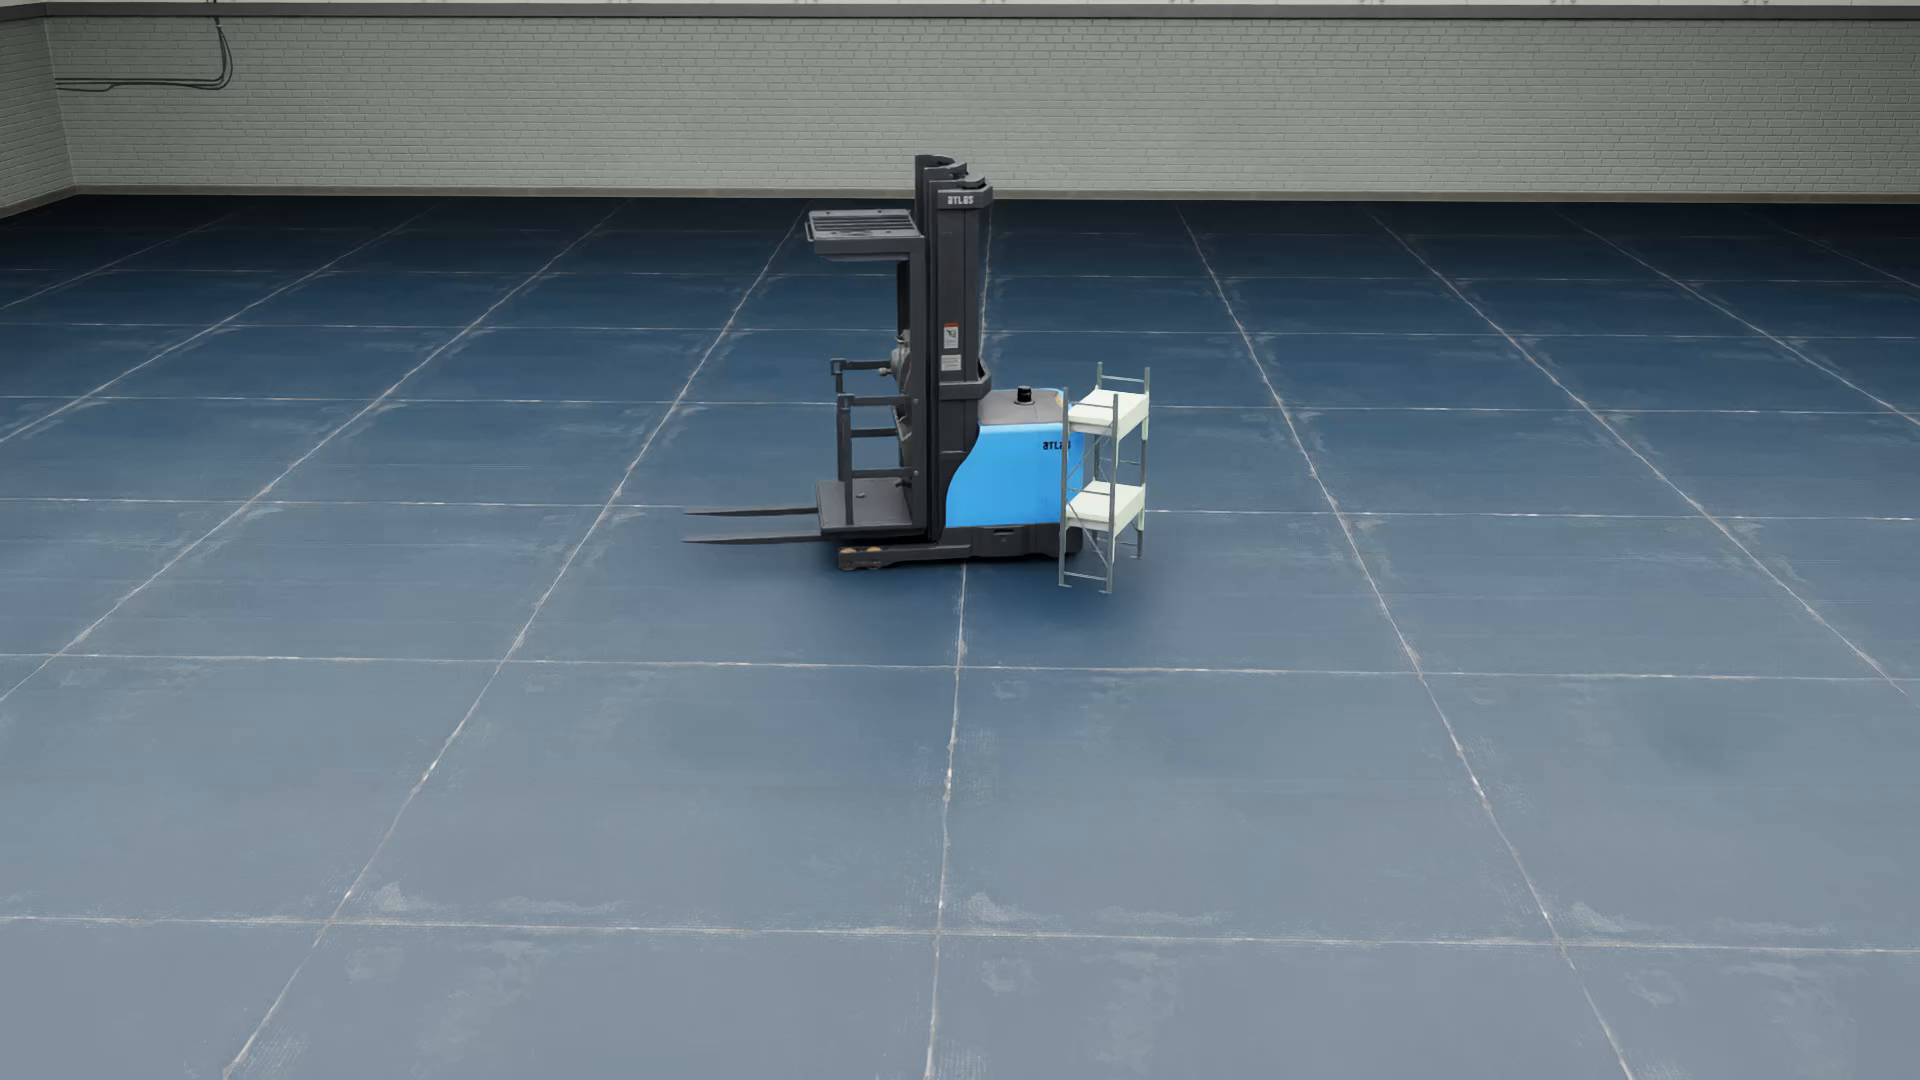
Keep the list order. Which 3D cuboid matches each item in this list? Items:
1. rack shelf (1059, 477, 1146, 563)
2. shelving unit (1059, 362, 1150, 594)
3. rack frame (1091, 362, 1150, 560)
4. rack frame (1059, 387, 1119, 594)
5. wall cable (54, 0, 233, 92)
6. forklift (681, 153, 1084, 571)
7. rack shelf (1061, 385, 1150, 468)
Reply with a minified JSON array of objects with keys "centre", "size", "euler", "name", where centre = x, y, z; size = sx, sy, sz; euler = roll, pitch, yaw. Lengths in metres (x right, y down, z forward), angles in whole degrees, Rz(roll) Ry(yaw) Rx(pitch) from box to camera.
[{"centre":[1.055,-0.157,12.261],"size":[0.431,0.370,0.720],"euler":[9,23,22],"name":"rack shelf"},{"centre":[1.055,-0.461,12.143],"size":[0.431,1.500,0.755],"euler":[9,23,22],"name":"shelving unit"},{"centre":[1.199,-0.582,12.456],"size":[0.400,1.500,0.023],"euler":[9,23,22],"name":"rack frame"},{"centre":[0.910,-0.339,11.829],"size":[0.400,1.500,0.023],"euler":[9,23,22],"name":"rack frame"},{"centre":[-13.454,-8.559,26.940],"size":[3.097,2.526,0.112],"euler":[1,21,2],"name":"wall cable"},{"centre":[-0.618,-1.337,12.423],"size":[3.031,2.935,1.130],"euler":[-3,21,-7],"name":"forklift"},{"centre":[1.055,-0.824,12.002],"size":[0.431,0.370,0.720],"euler":[9,23,22],"name":"rack shelf"}]
